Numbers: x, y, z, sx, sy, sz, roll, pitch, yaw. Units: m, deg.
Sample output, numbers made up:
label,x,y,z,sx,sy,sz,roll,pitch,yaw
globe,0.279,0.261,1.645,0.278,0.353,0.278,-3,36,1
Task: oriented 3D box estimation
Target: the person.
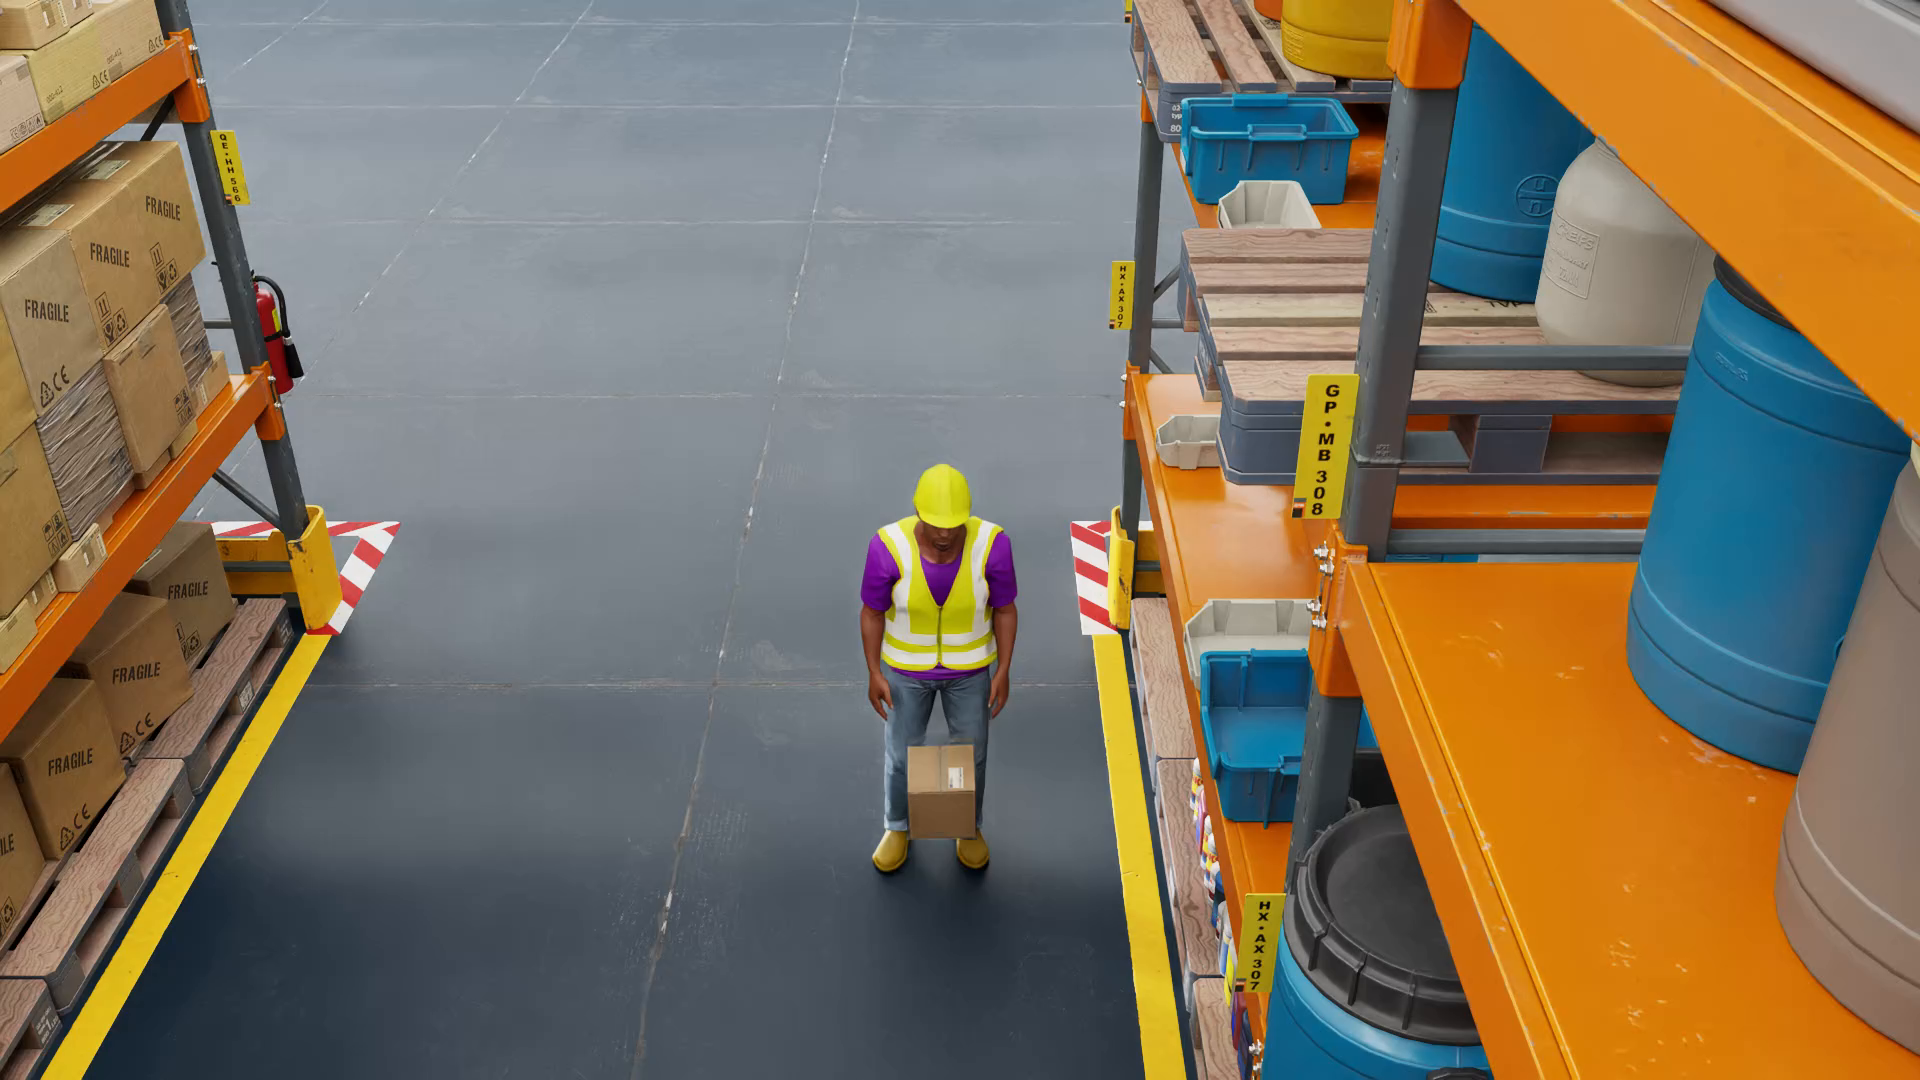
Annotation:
label,x,y,z,sx,sy,sz,roll,pitch,yaw
person,-0.078,0.481,6.324,0.591,1.764,0.430,-1,31,-2
